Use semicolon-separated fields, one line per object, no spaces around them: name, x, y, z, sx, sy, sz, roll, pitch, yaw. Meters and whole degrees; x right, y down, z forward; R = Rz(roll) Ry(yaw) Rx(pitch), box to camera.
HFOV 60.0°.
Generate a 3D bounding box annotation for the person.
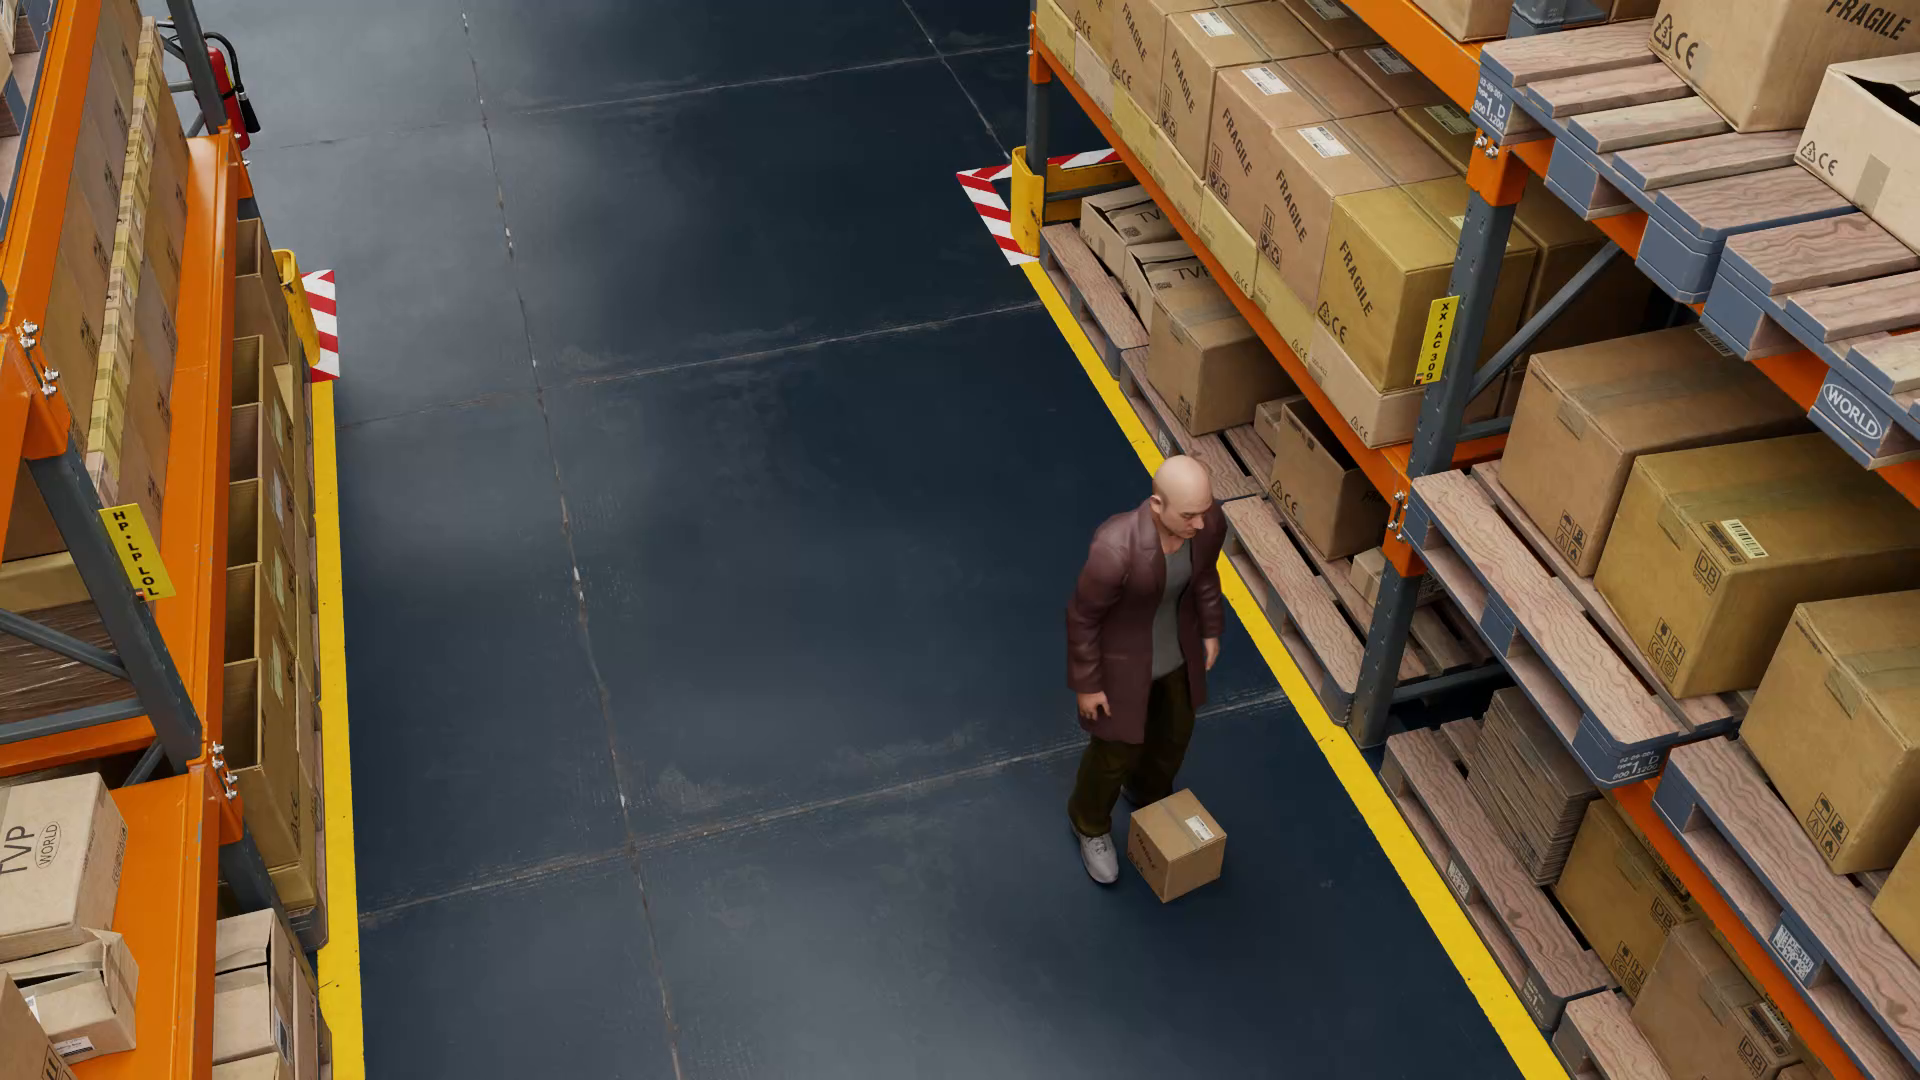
person;0.644;0.407;5.715;0.641;1.773;0.428;-23;46;-23
